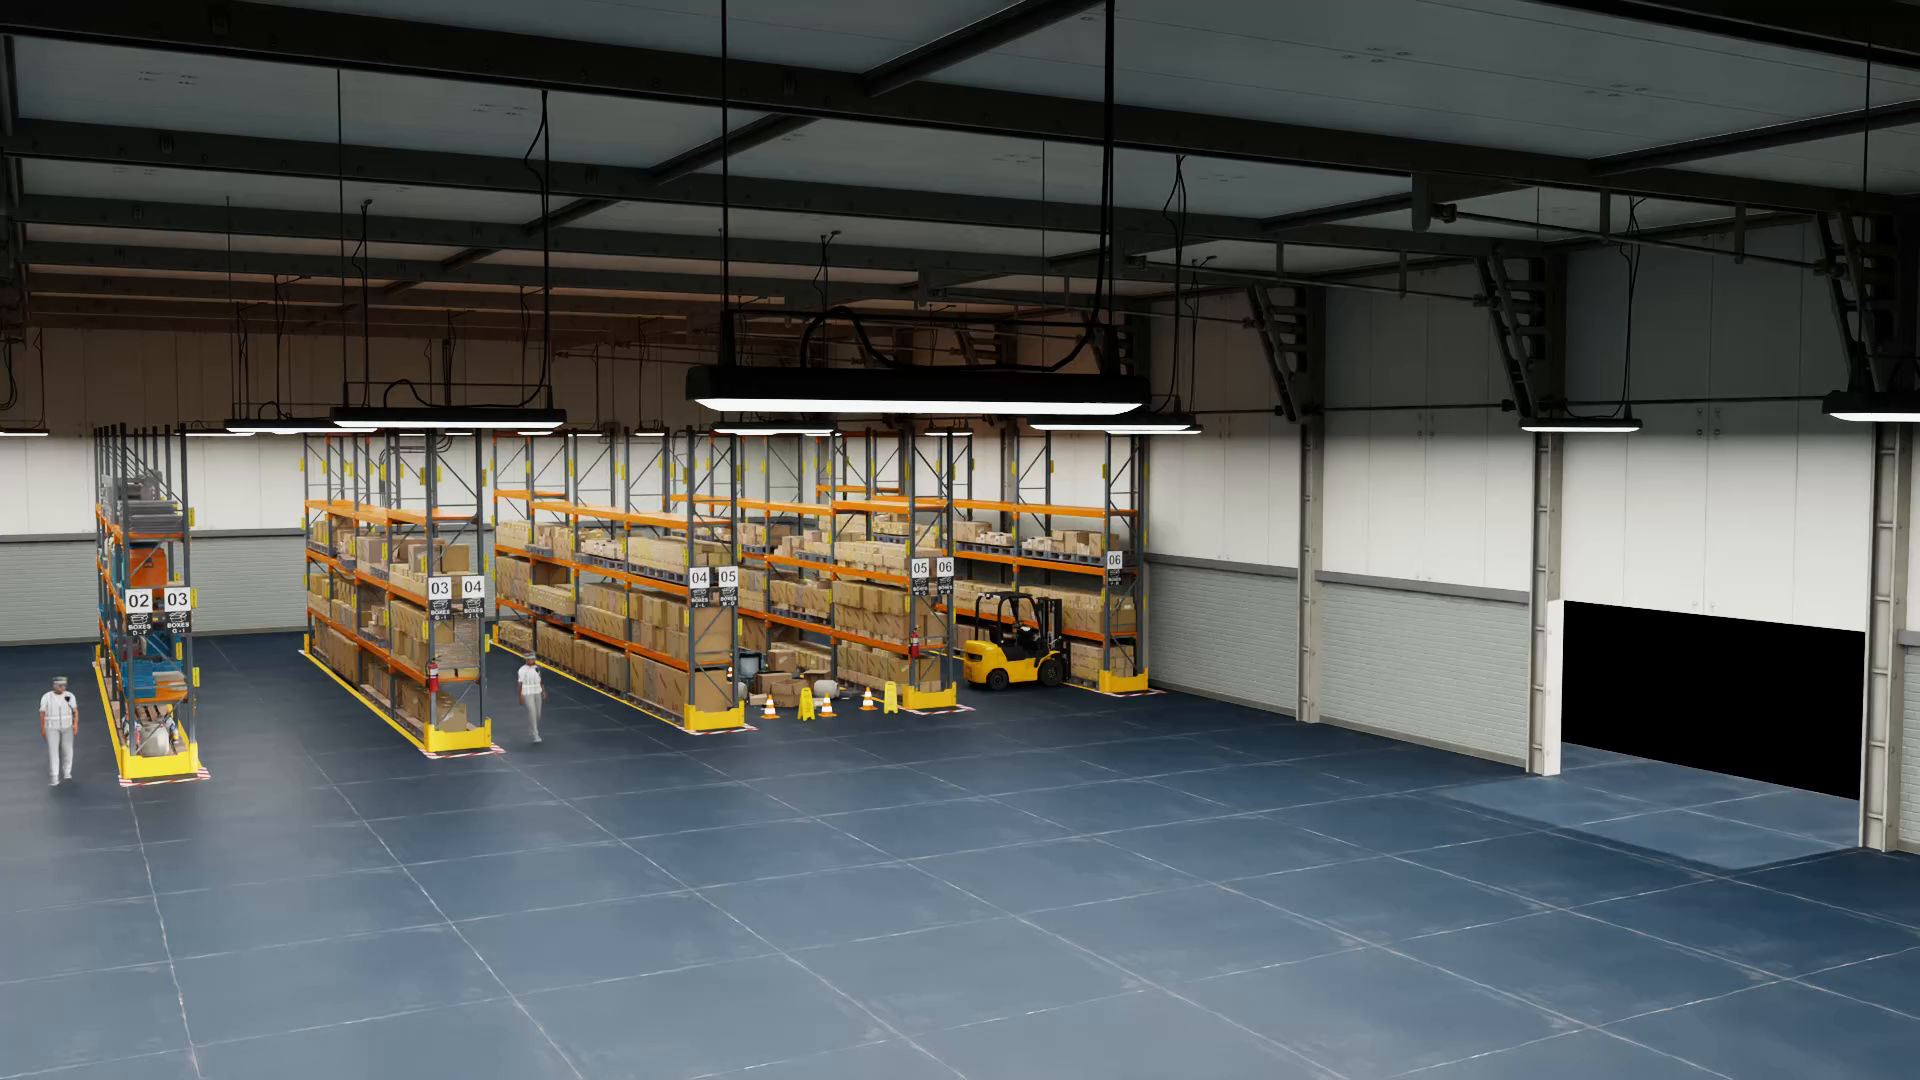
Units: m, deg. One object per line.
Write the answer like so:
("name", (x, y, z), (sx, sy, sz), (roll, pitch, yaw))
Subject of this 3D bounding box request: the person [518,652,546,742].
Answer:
("person", (-8.106, 2.991, 31.784), (0.721, 1.669, 0.470), (3, 5, 41))

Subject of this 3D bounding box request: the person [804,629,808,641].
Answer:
("person", (-4.416, 2.141, 46.364), (0.489, 1.565, 0.423), (-2, 4, -28))

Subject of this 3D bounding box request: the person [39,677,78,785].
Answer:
("person", (-15.043, 3.187, 27.836), (0.559, 1.756, 0.803), (-3, 4, -37))

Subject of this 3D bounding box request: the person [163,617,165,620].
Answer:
("person", (-21.992, 2.108, 45.877), (0.809, 1.640, 0.472), (-1, 4, -16))
